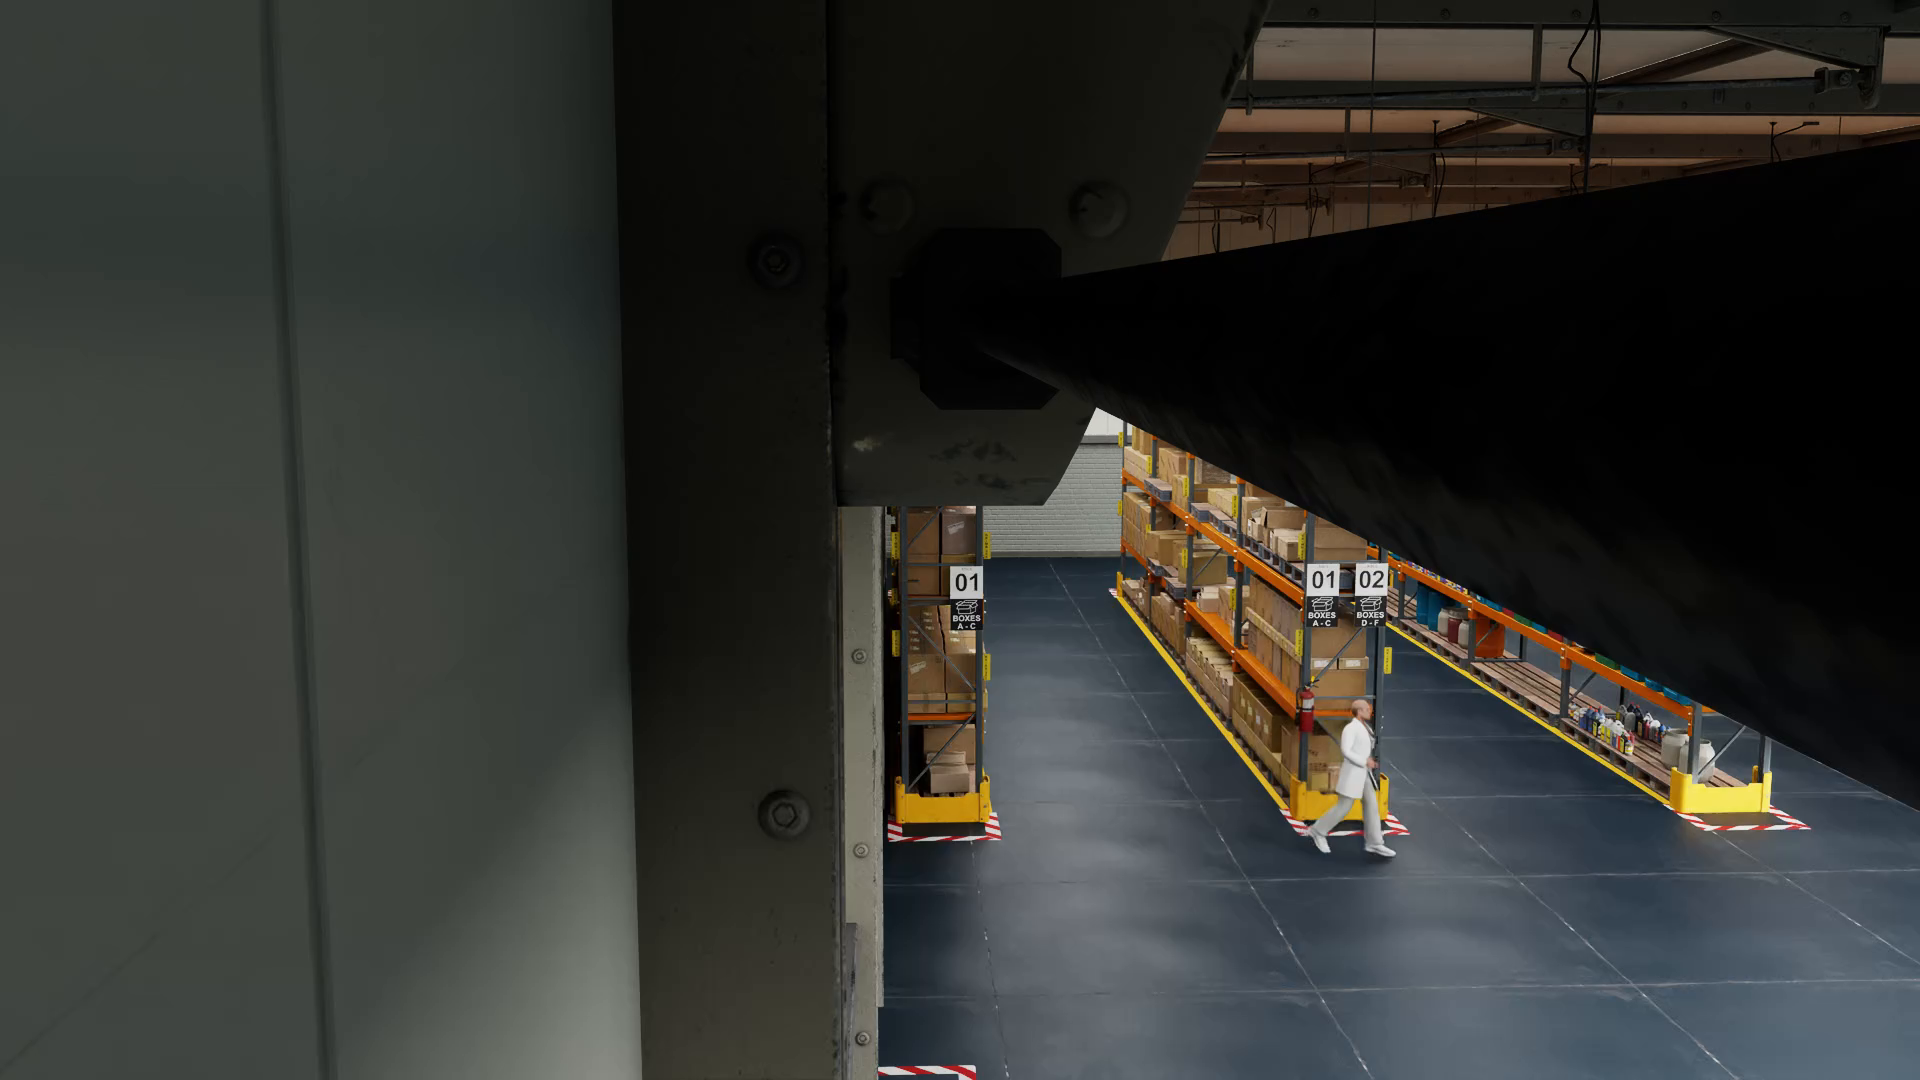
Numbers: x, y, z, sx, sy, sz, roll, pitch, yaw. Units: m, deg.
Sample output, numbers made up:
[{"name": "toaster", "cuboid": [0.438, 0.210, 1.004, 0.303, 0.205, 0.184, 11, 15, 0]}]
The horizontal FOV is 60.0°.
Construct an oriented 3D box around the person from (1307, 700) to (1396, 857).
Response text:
[{"name": "person", "cuboid": [4.619, 2.731, 19.311, 1.019, 1.769, 0.776, 5, 9, 30]}]
